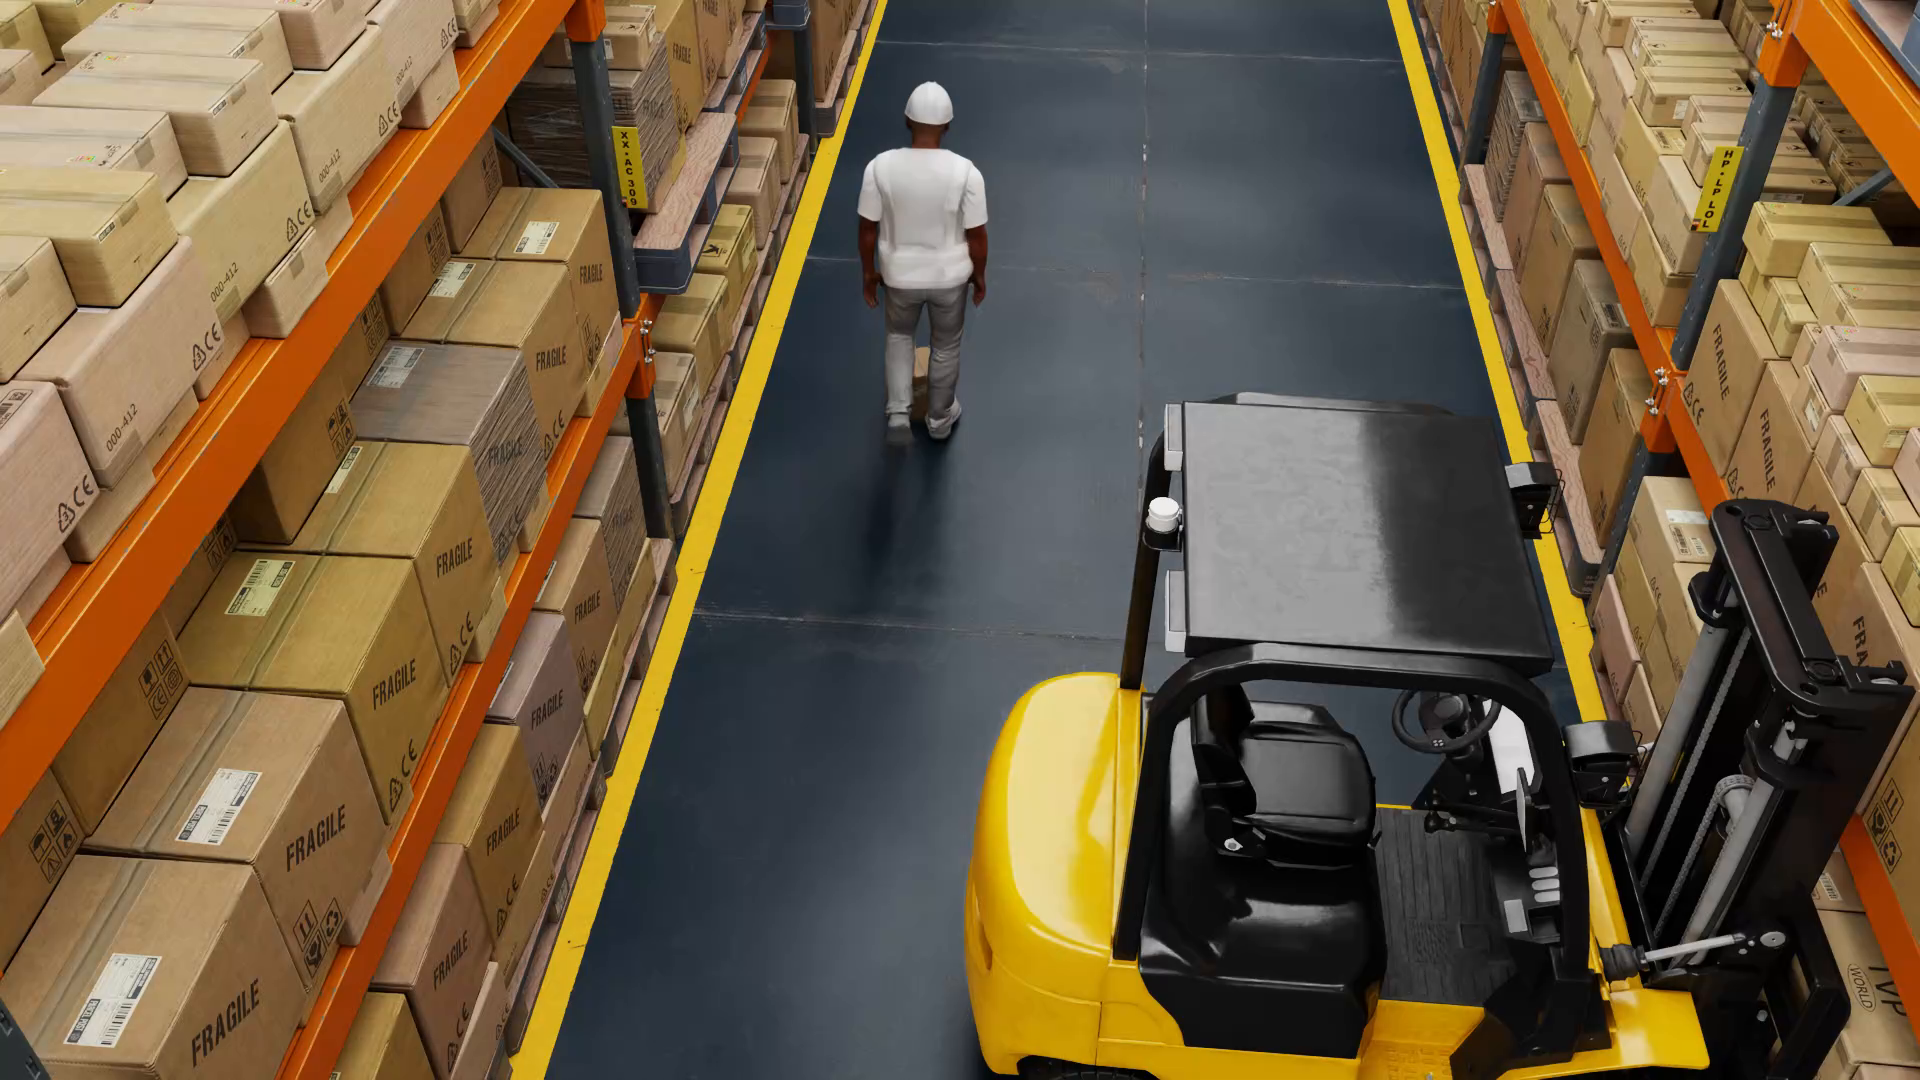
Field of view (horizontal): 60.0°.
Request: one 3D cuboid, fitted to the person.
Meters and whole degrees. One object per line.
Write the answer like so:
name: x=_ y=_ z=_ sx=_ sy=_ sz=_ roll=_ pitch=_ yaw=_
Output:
person: x=-0.172 y=-1.178 z=7.523 sx=0.581 sy=1.755 sz=0.595 roll=5 pitch=40 yaw=6
